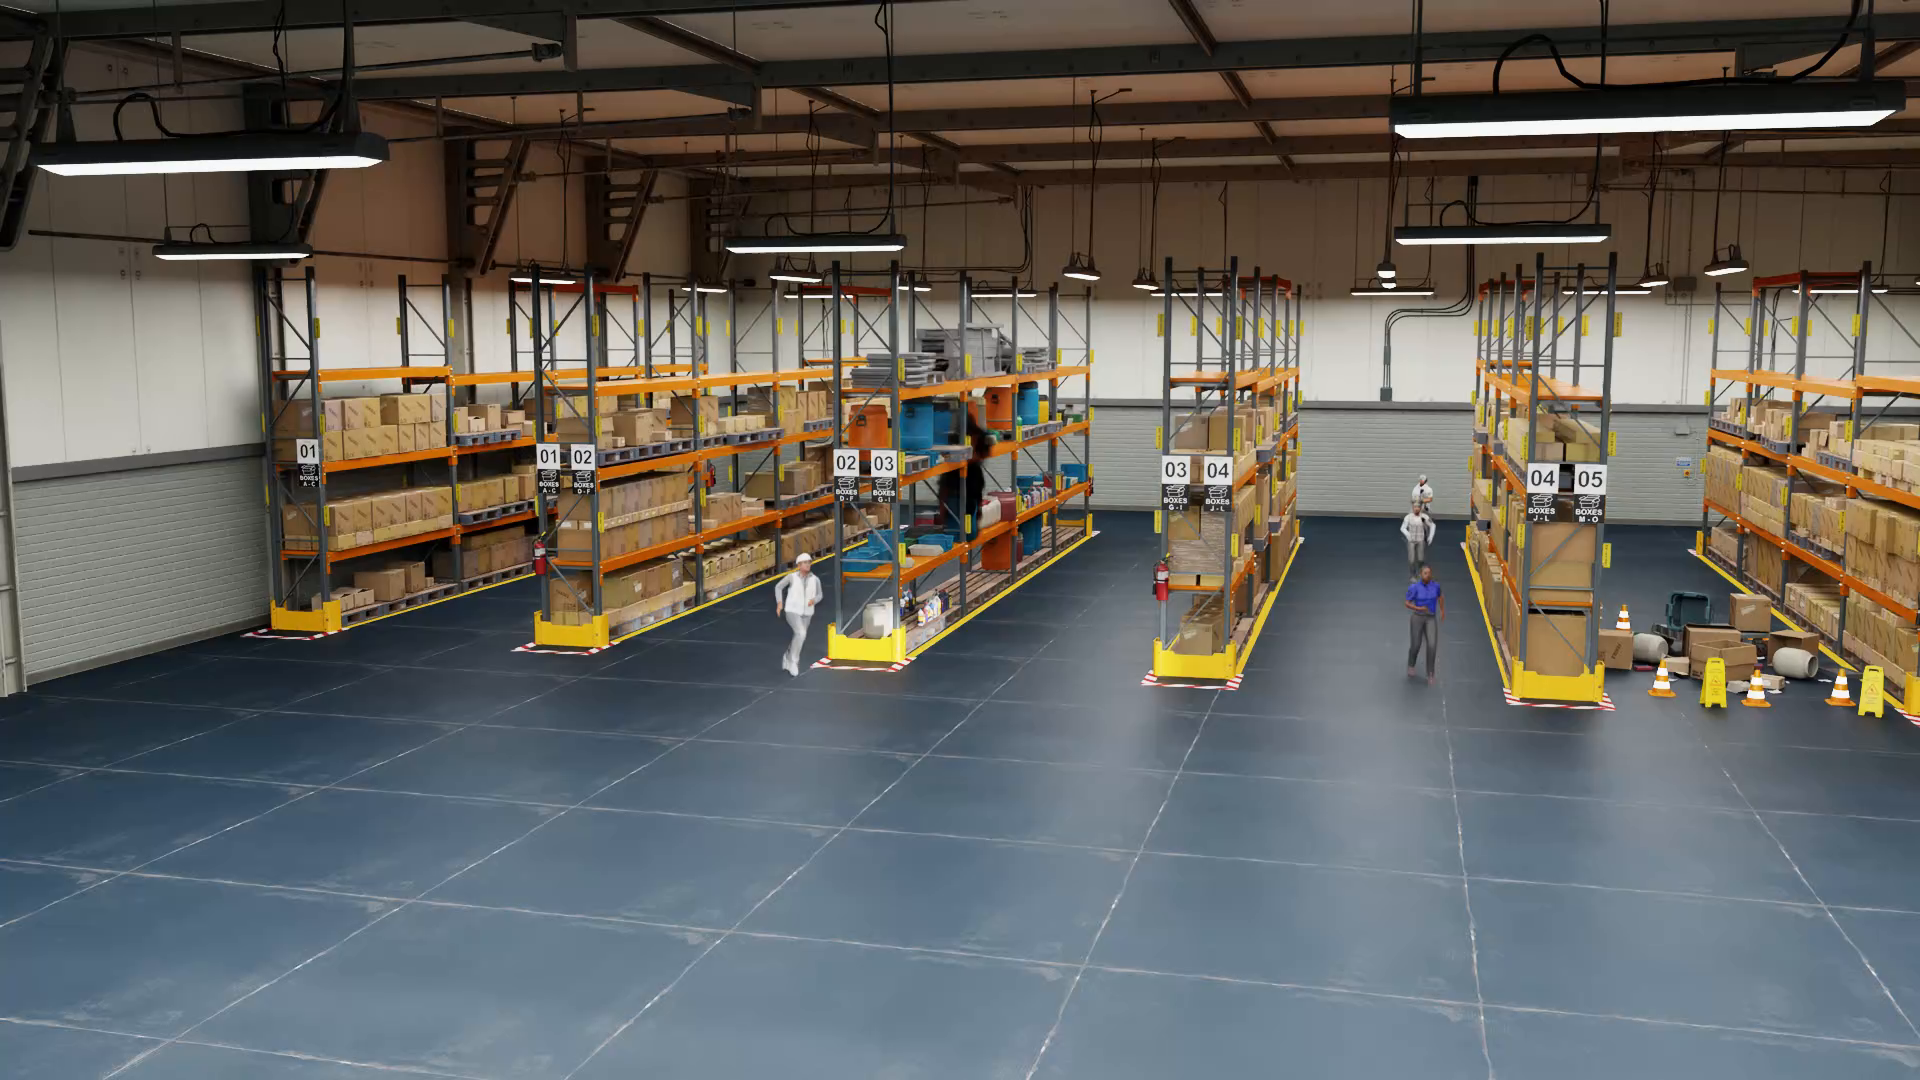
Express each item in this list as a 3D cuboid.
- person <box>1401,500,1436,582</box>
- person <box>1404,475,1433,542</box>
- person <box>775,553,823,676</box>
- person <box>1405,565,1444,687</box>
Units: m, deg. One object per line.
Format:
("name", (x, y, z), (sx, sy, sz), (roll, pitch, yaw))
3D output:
("person", (8.988, 0.029, 32.678), (0.659, 1.646, 0.550), (2, 8, 17))
("person", (10.827, -0.695, 38.983), (0.674, 1.709, 0.724), (-5, 9, -34))
("person", (-2.305, 1.062, 24.216), (0.641, 1.728, 0.698), (-4, 8, -30))
("person", (6.593, 1.206, 23.648), (0.596, 1.709, 0.766), (0, 7, 0))
